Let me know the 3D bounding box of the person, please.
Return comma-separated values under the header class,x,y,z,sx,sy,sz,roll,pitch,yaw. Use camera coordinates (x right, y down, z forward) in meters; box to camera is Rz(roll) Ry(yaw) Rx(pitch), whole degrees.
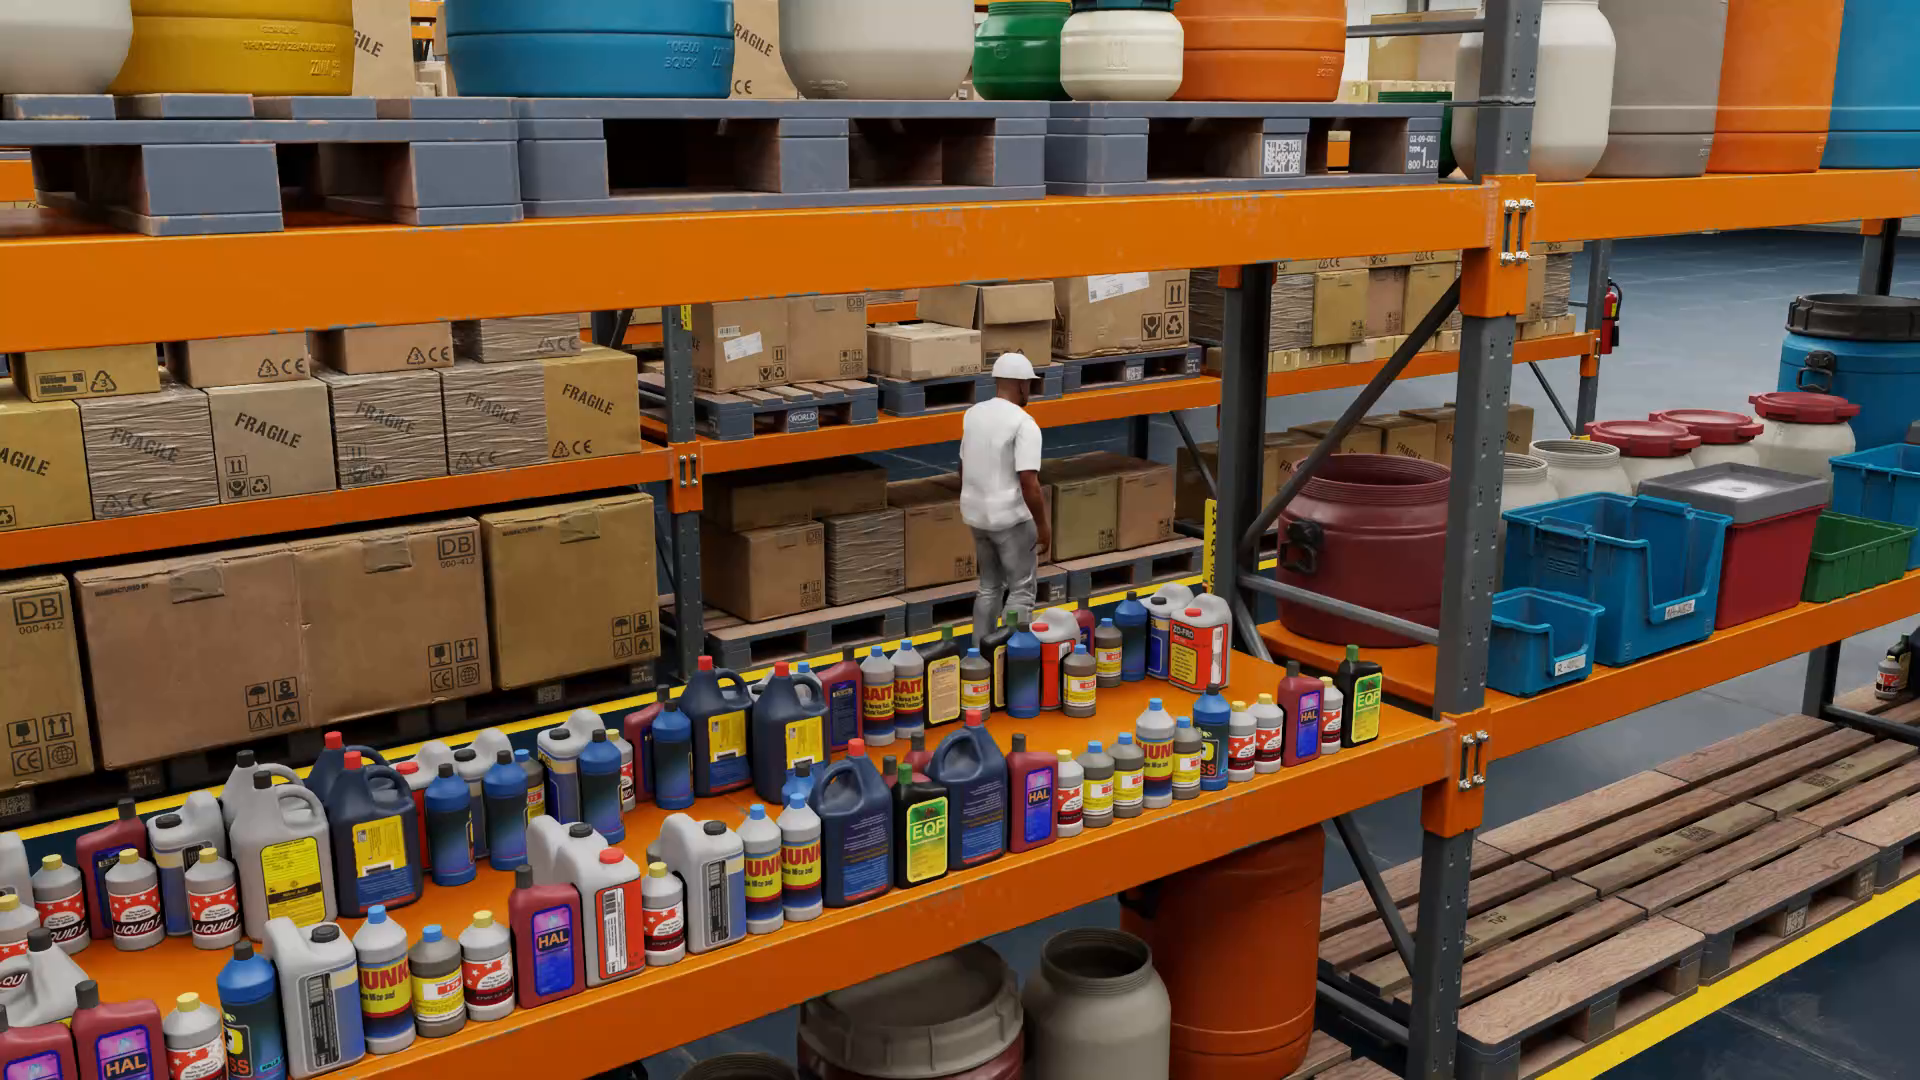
class,x,y,z,sx,sy,sz,roll,pitch,yaw
person,0.248,-0.123,8.951,0.458,1.761,0.629,-11,18,-37
